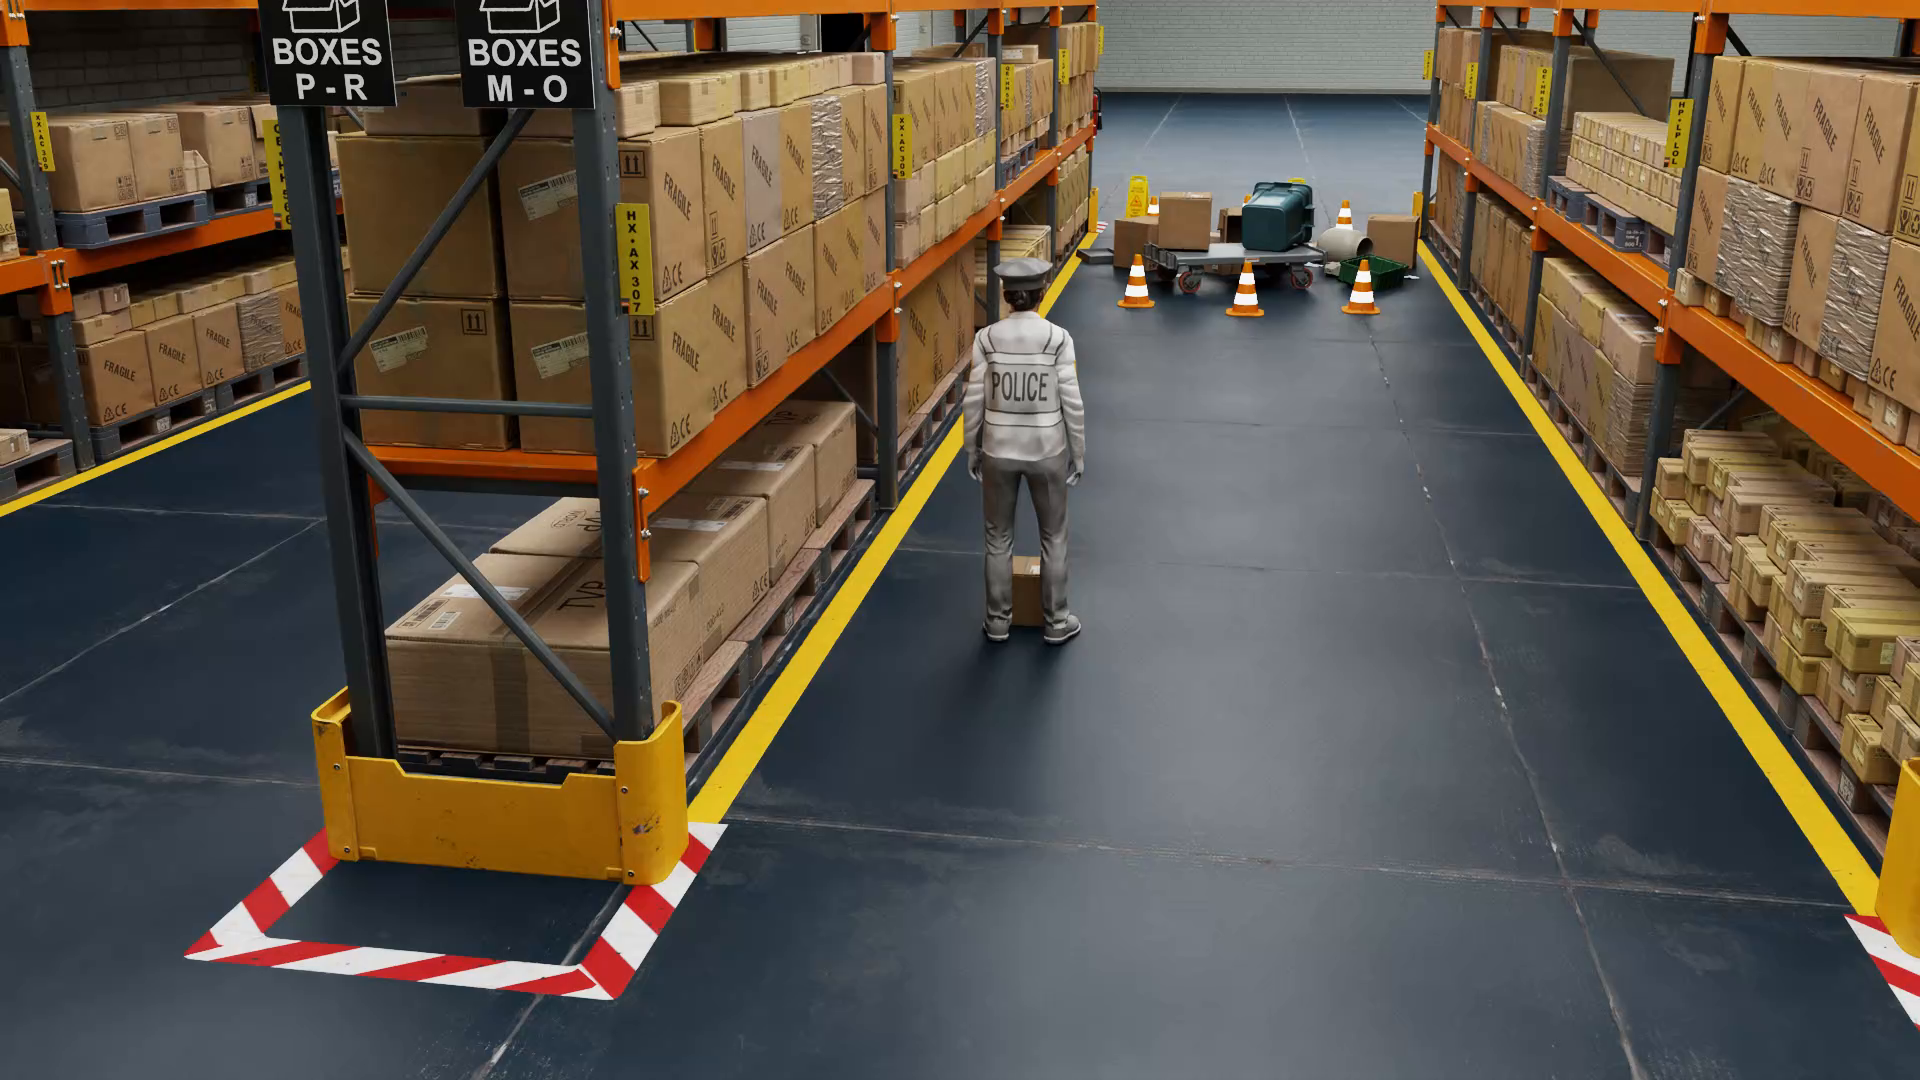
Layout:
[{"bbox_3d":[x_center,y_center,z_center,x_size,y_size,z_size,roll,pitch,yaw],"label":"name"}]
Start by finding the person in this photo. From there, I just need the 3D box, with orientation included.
[{"bbox_3d":[0.276,-0.363,7.167,0.529,1.663,0.374,3,18,9],"label":"person"}]
